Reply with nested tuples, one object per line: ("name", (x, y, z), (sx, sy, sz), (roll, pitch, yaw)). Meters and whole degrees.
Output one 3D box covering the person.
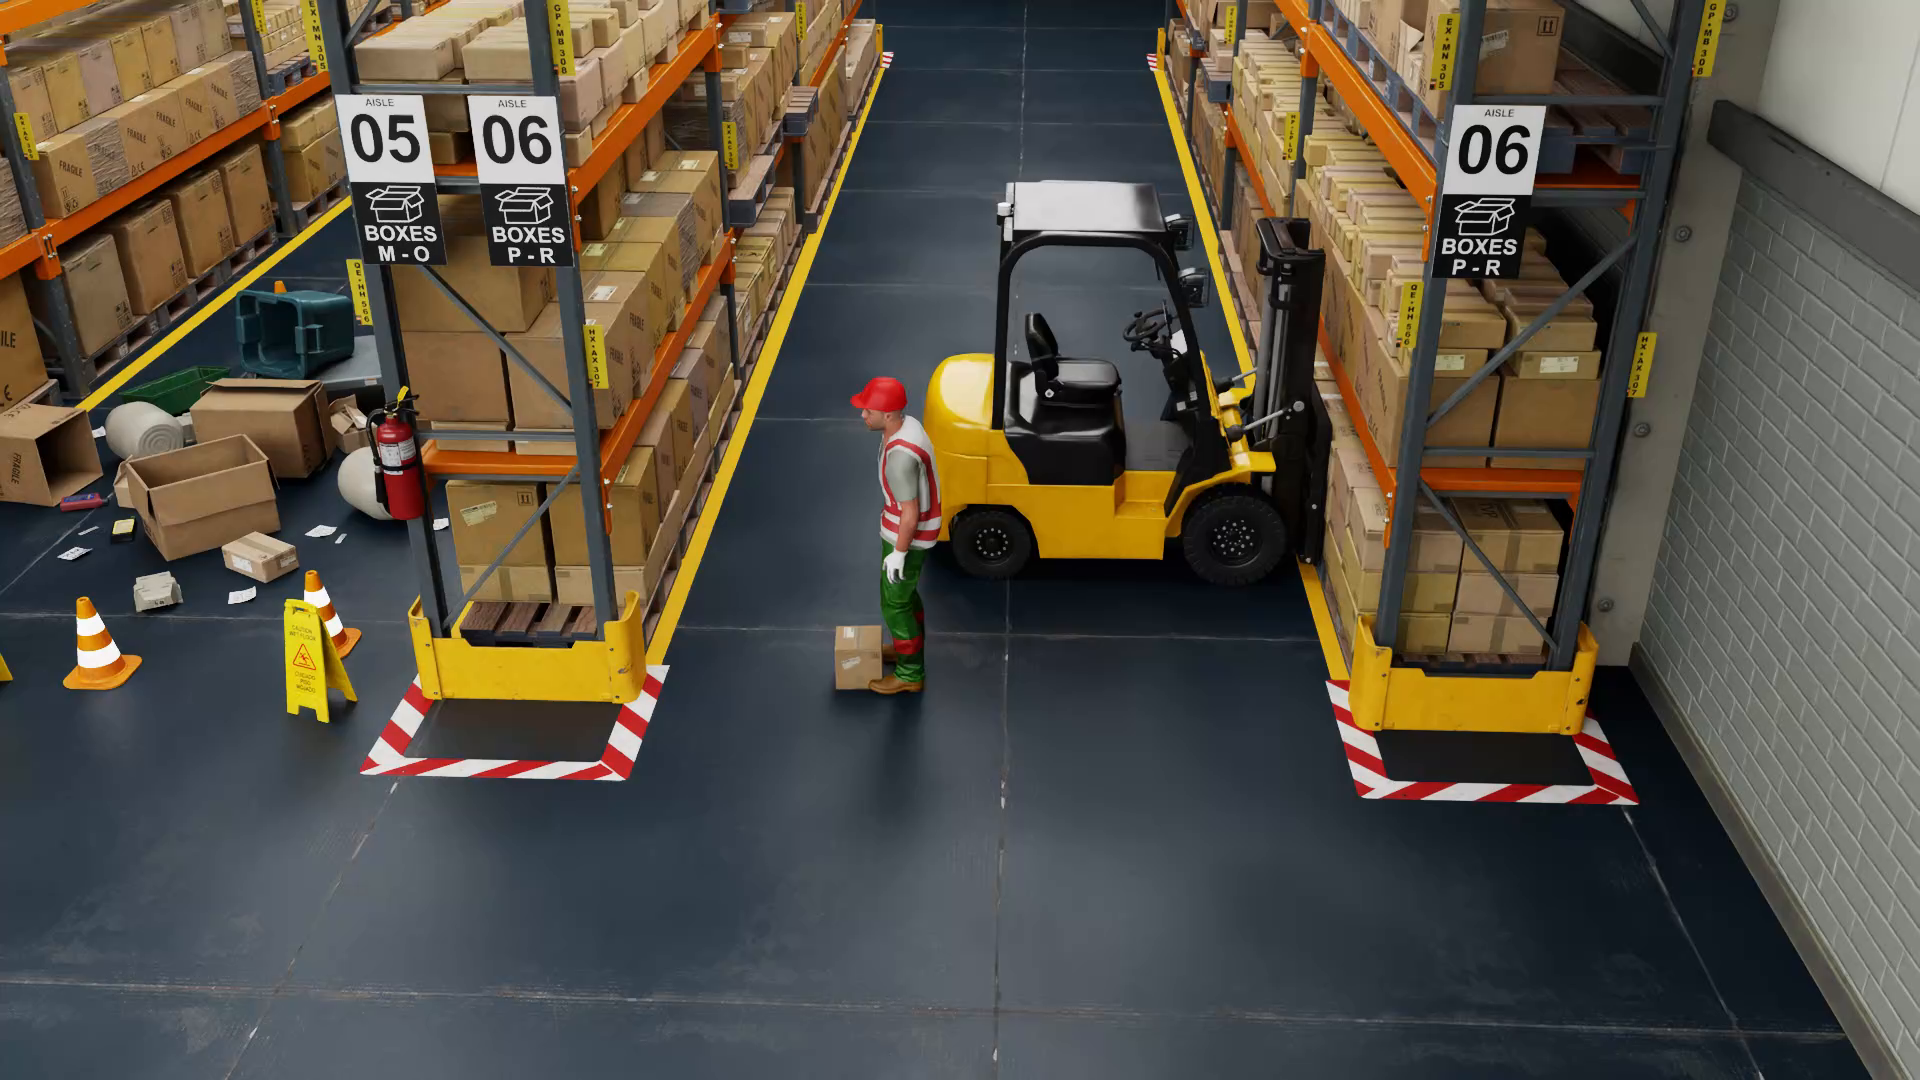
("person", (-0.321, -0.031, 8.664), (0.451, 1.778, 0.612), (-1, 28, -1))
